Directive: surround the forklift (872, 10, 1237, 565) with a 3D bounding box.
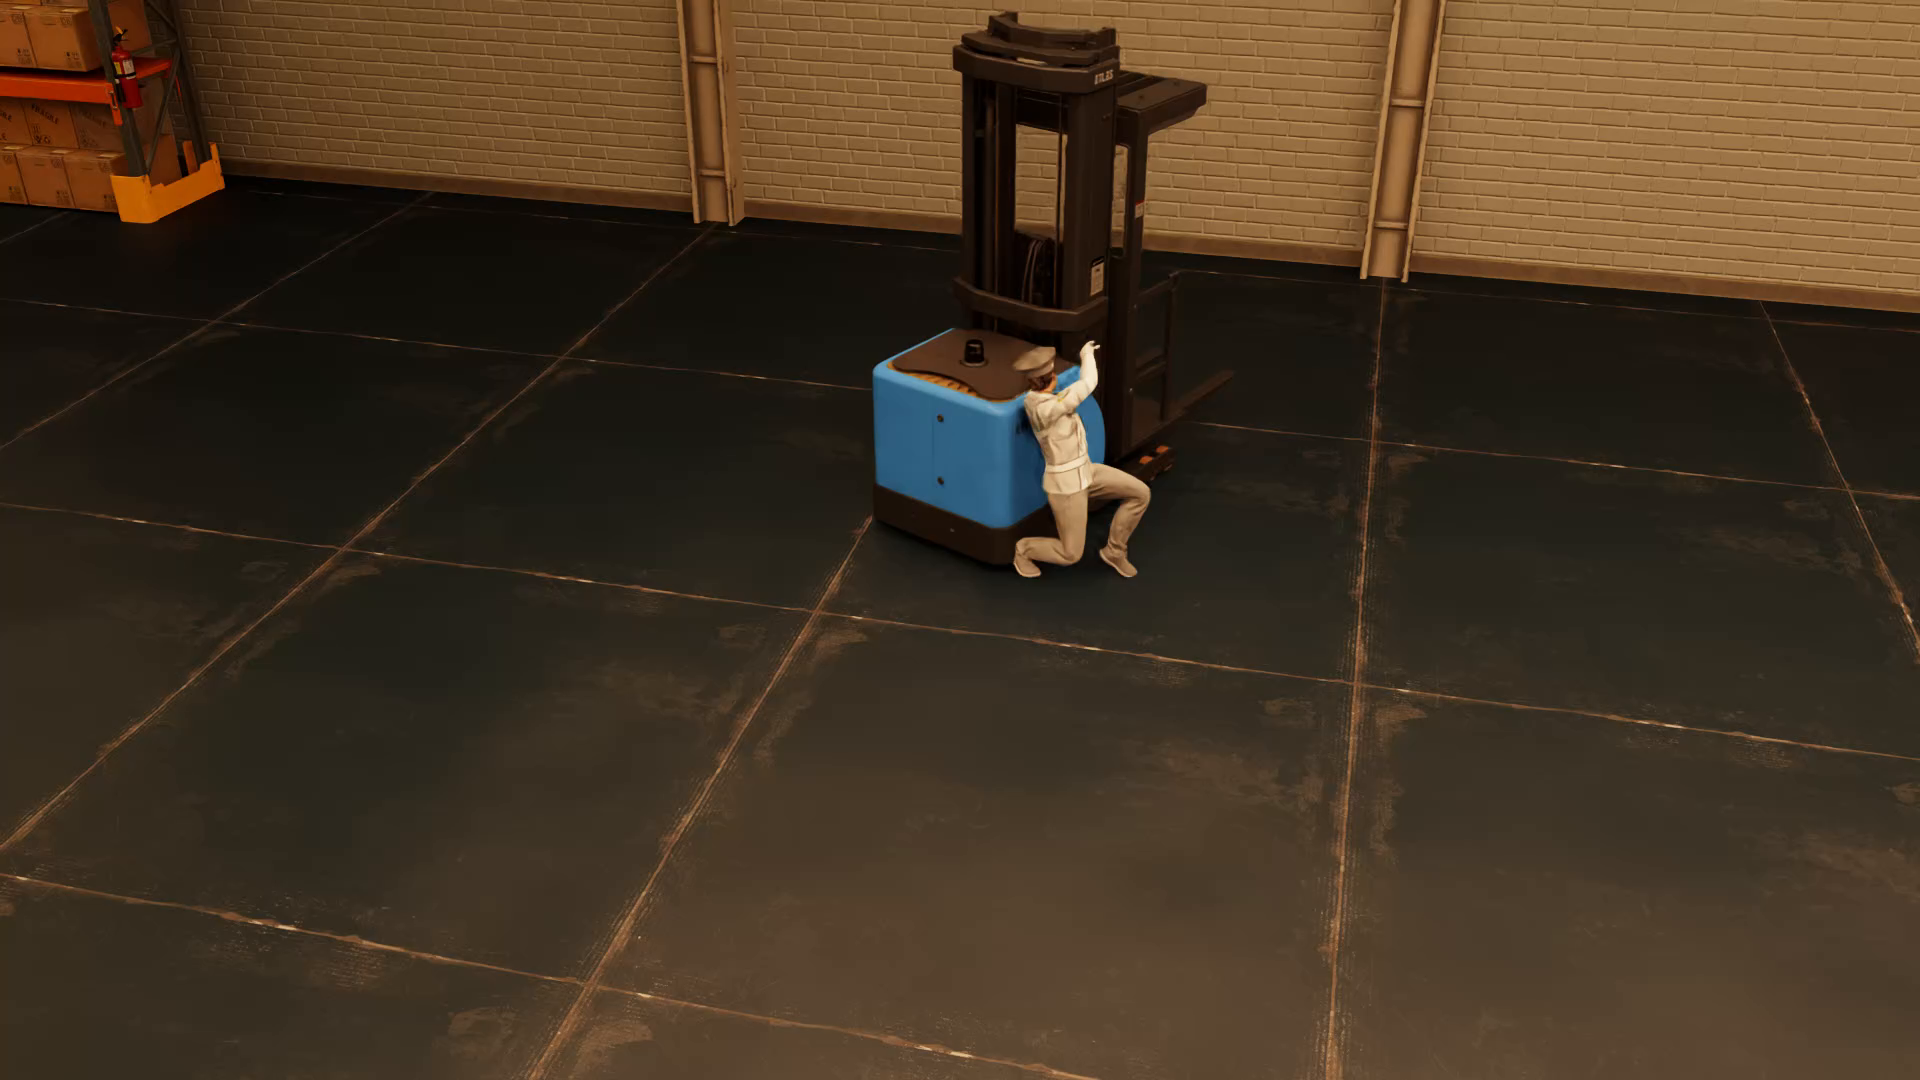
[{"bbox_3d":[0.771,-1.790,10.329,1.130,2.935,3.031,21,36,32],"label":"forklift"}]

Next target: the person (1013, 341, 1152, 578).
[{"bbox_3d":[0.718,-0.520,9.656,0.848,1.428,0.975,6,30,10],"label":"person"}]
